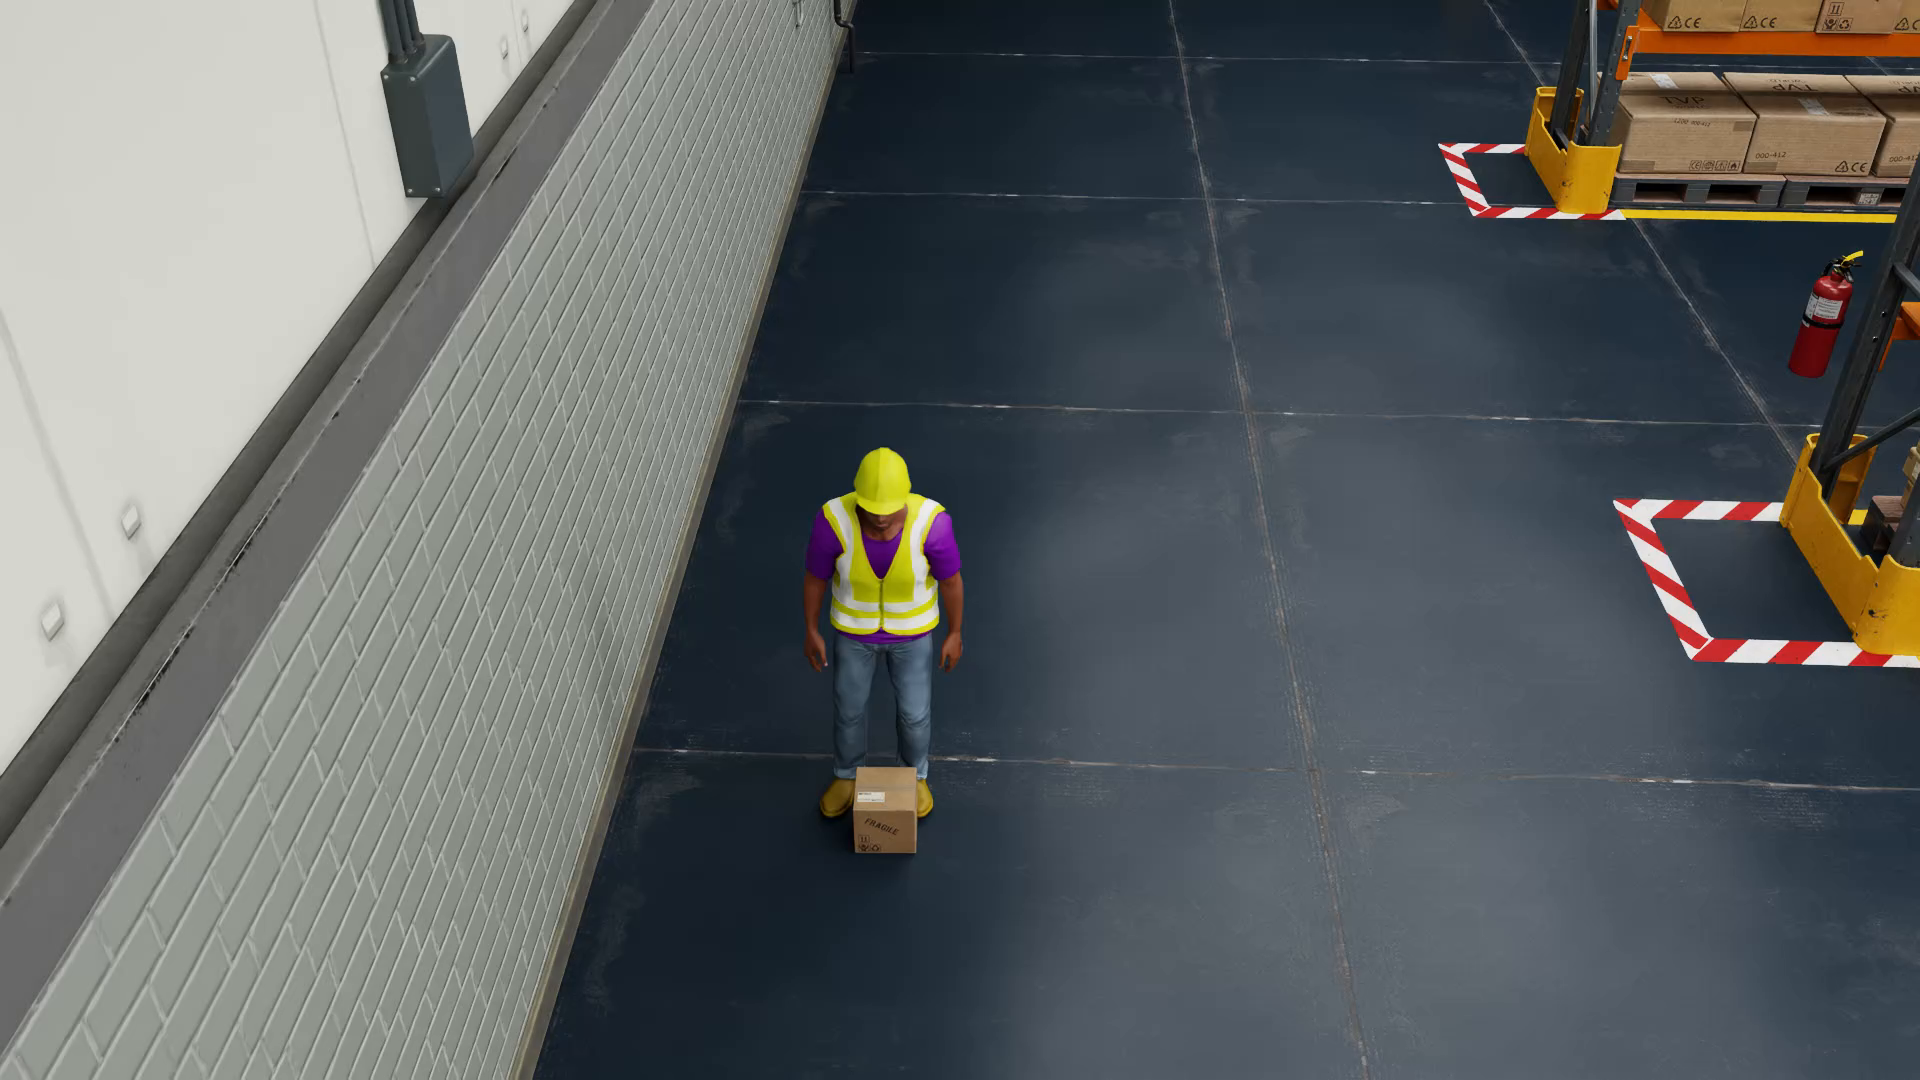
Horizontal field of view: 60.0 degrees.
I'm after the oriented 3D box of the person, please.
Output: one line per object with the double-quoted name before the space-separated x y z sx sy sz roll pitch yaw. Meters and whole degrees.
"person" -0.305 0.369 6.584 0.635 1.760 0.463 1 35 1
